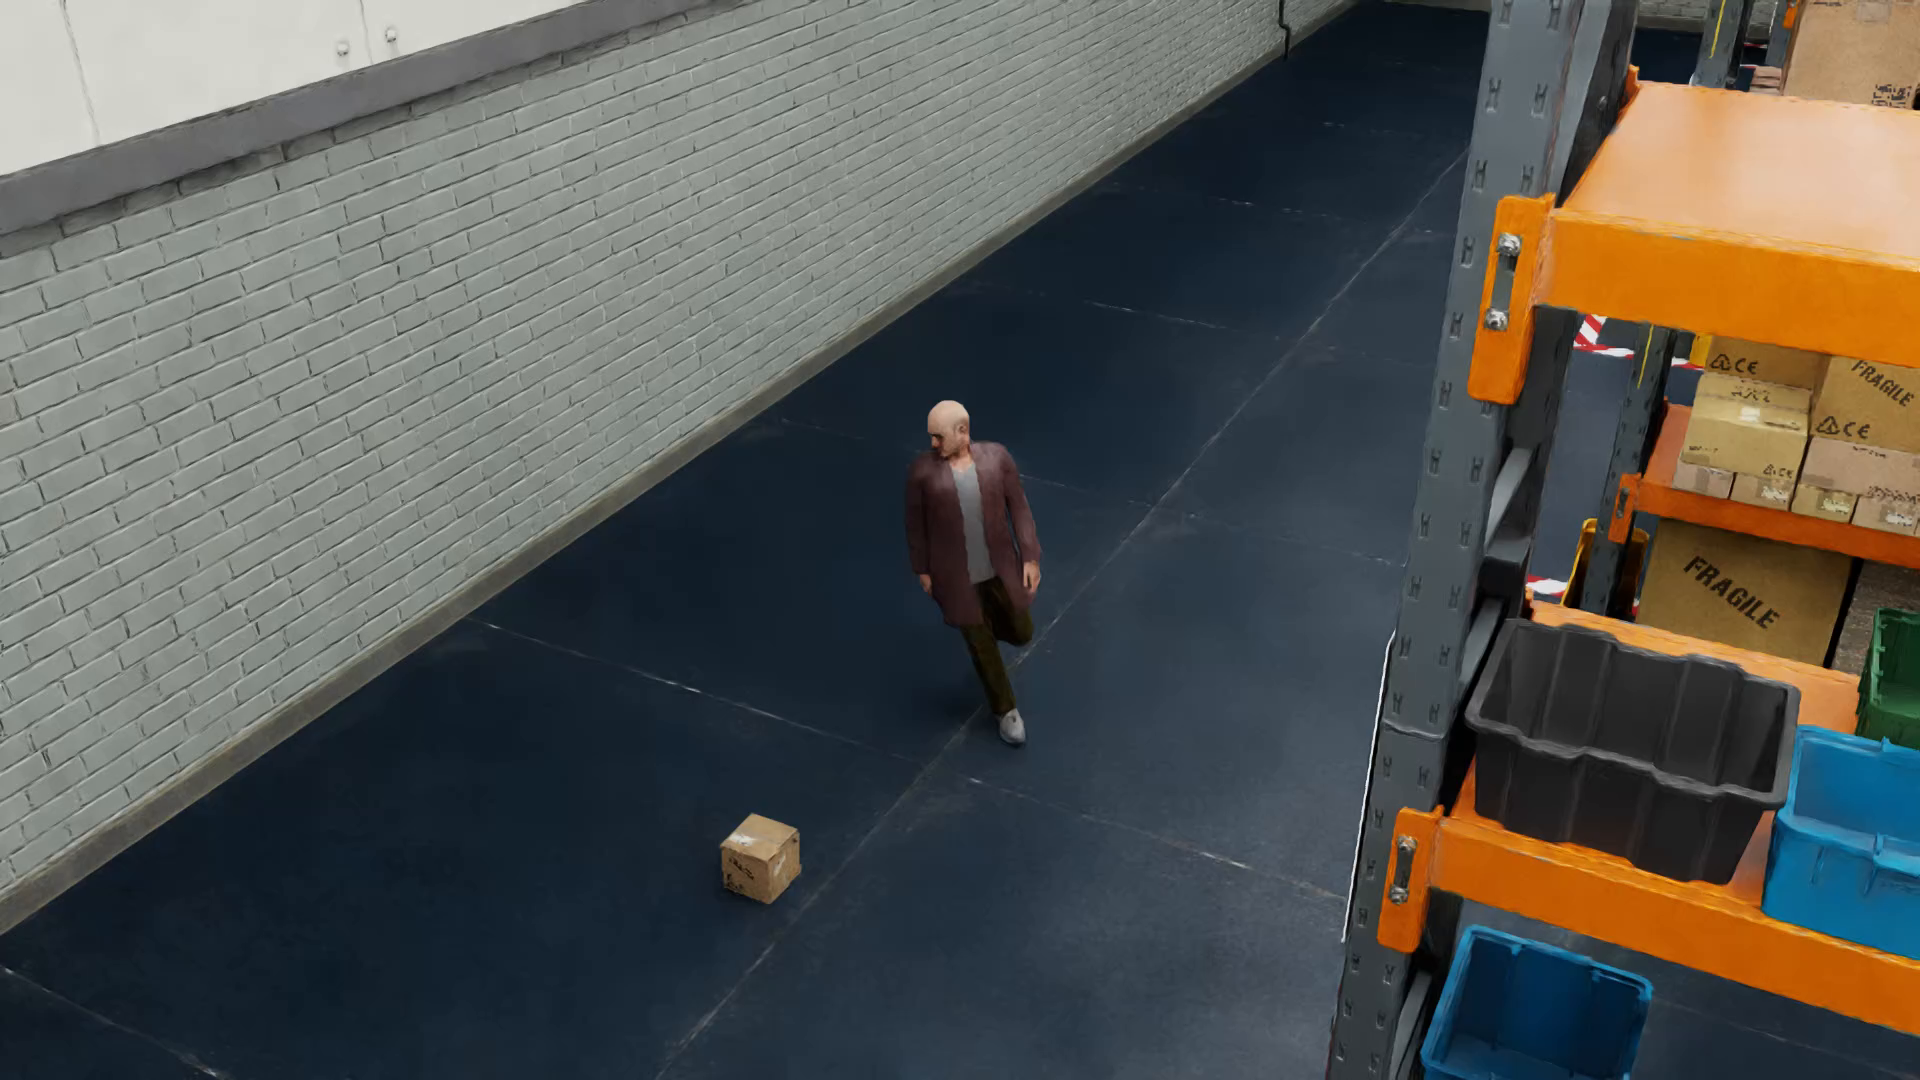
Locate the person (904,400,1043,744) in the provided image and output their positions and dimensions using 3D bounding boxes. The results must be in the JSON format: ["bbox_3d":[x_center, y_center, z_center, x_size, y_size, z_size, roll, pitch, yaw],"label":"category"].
[{"bbox_3d":[0.066,0.120,8.126,0.646,1.740,0.776,-8,31,-14],"label":"person"}]
